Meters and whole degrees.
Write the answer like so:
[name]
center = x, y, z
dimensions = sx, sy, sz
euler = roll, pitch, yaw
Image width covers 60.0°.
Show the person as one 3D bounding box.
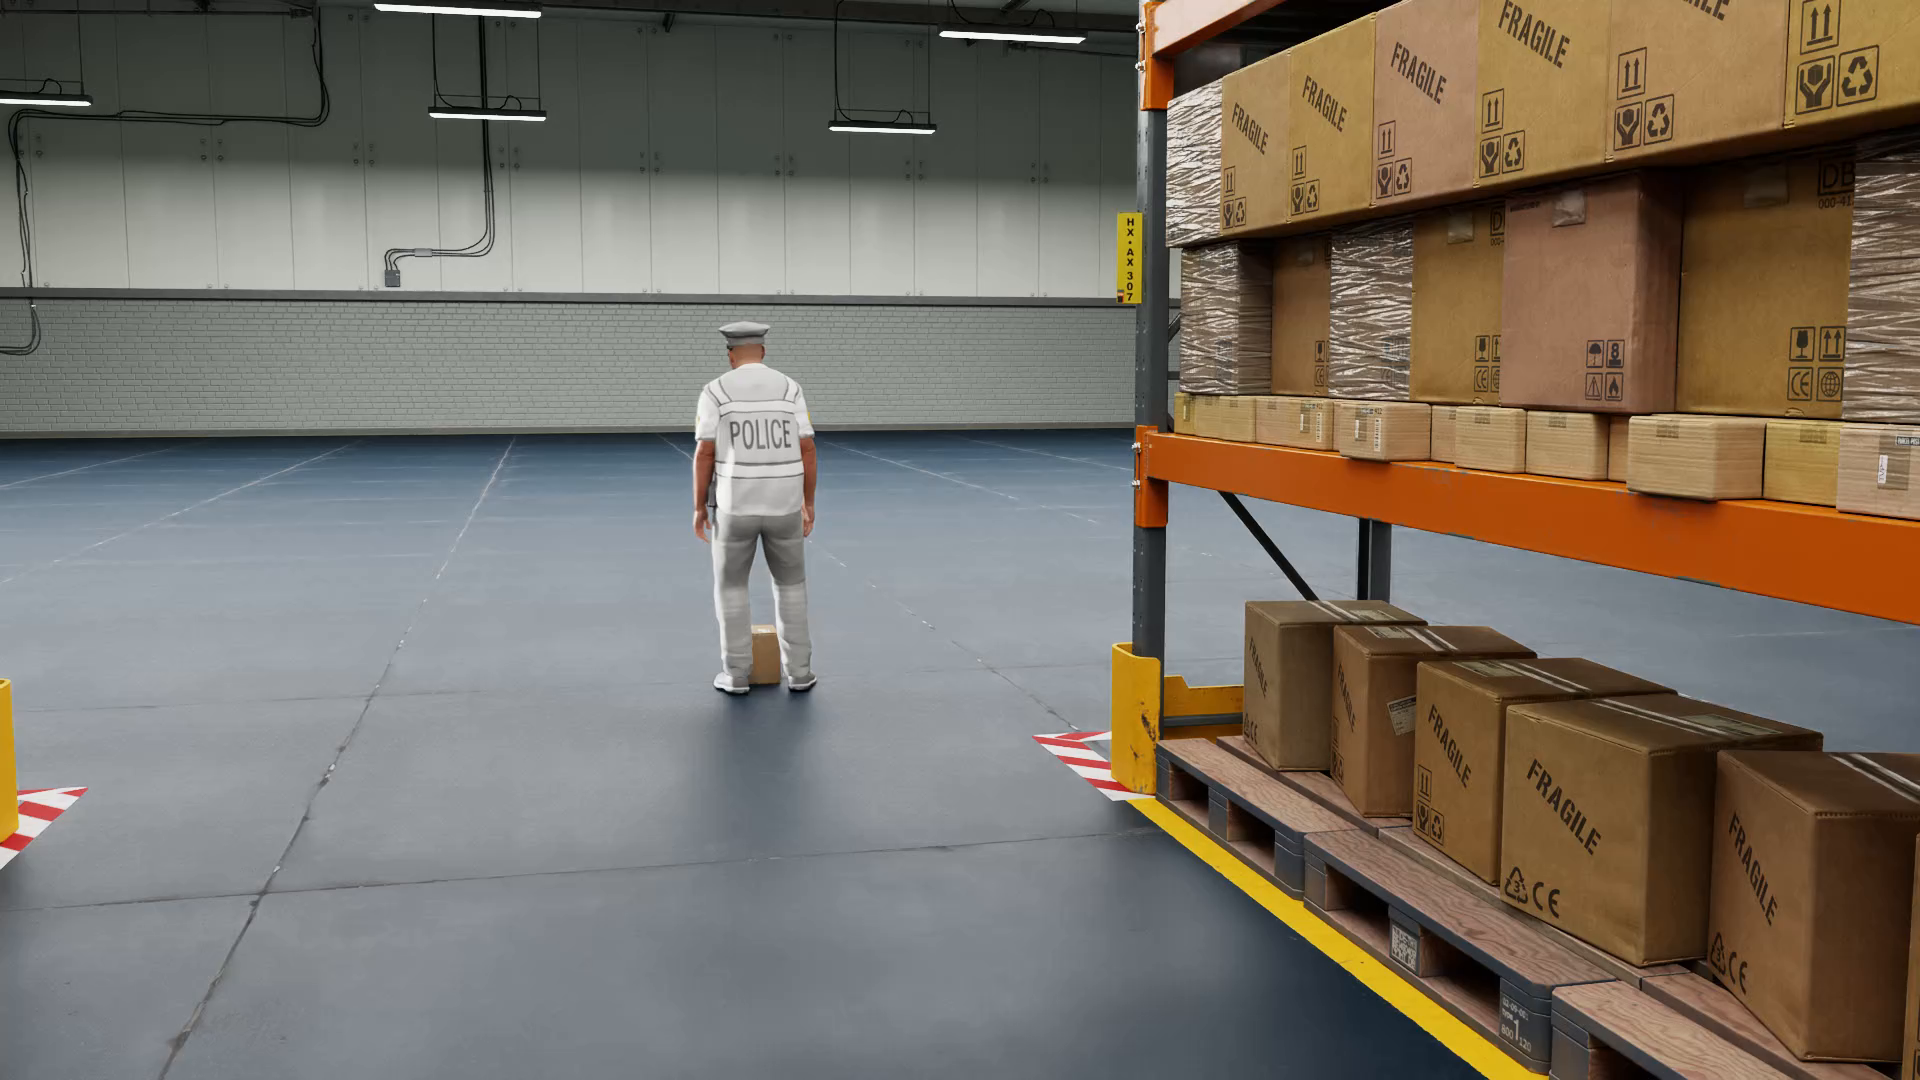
[person]
center = -0.957, -0.153, 7.846
dimensions = 0.606, 1.747, 0.436
euler = -2, 6, -17
